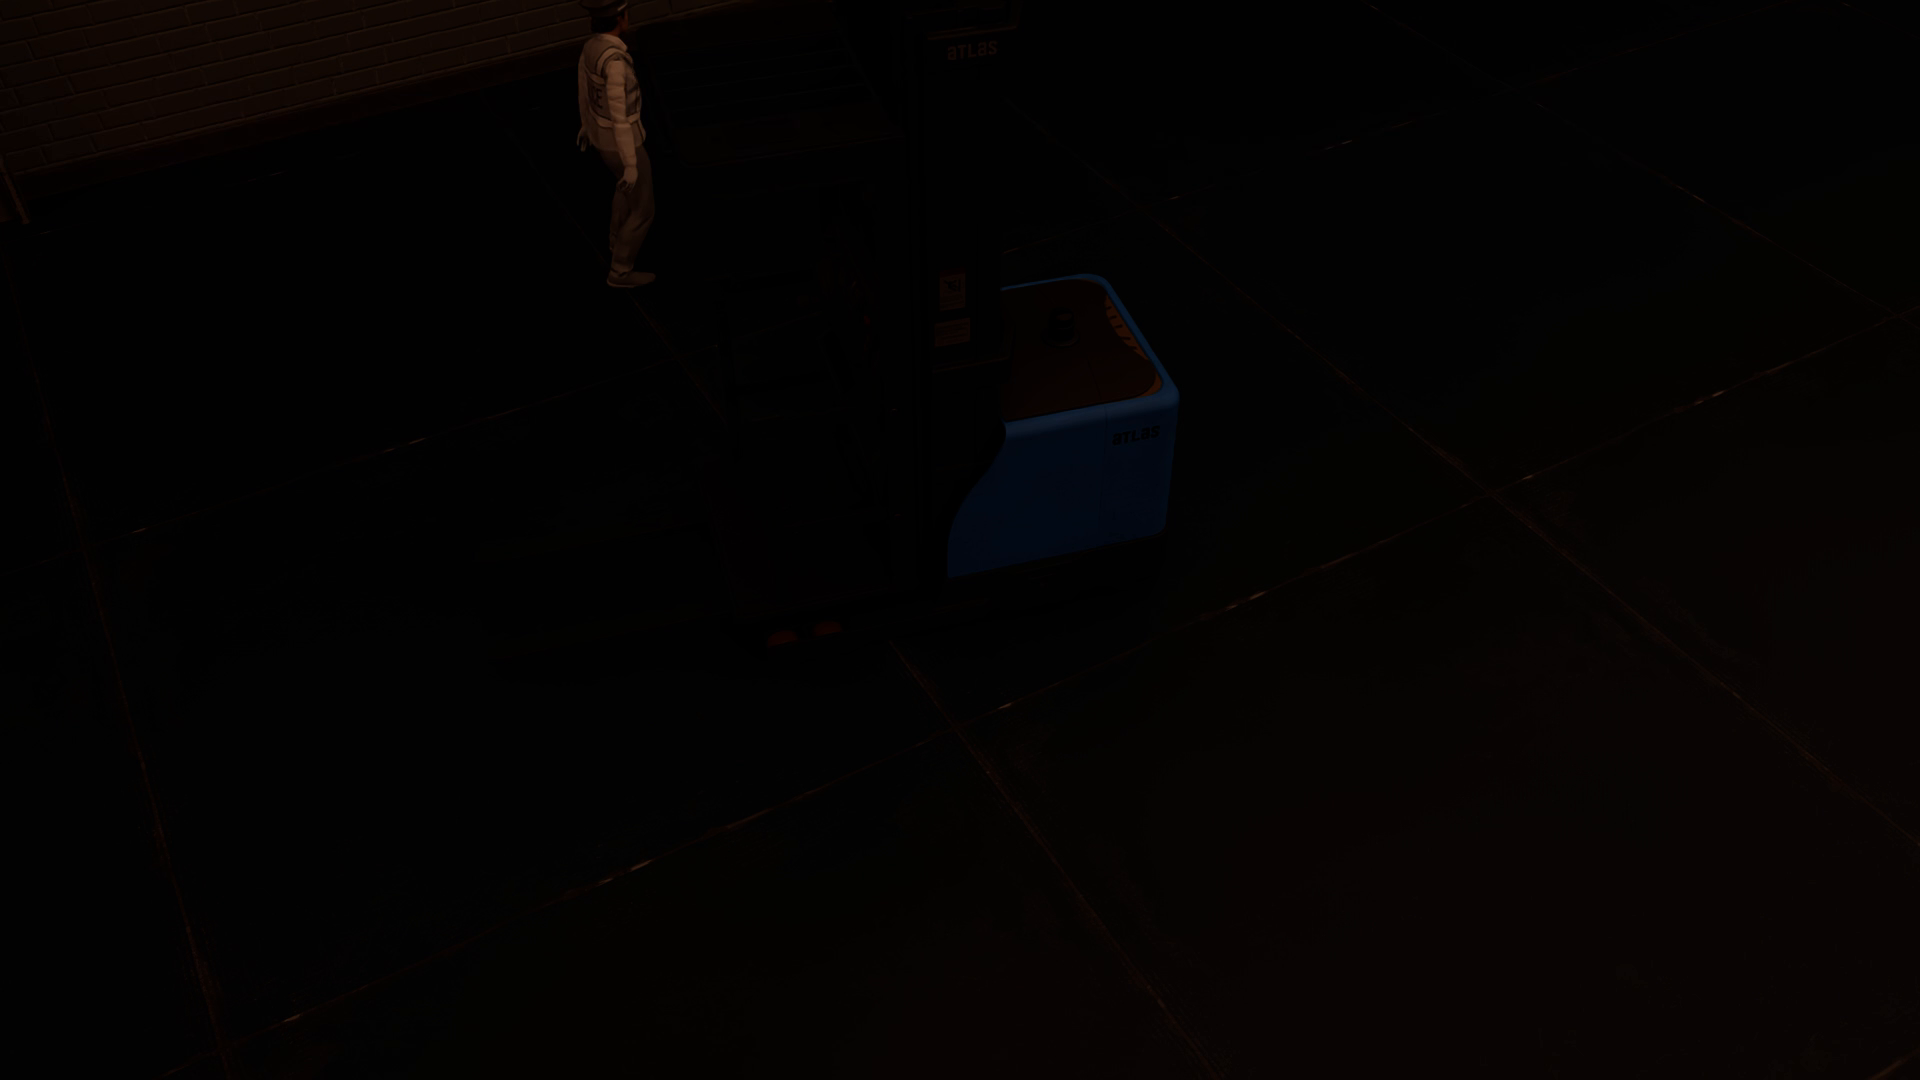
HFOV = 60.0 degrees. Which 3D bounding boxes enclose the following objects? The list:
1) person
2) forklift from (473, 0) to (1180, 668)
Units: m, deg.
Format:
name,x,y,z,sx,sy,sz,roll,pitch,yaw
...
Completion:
name,x,y,z,sx,sy,sz,roll,pitch,yaw
person,-1.861,-2.151,9.005,0.417,1.640,0.796,-19,46,-19
forklift,-0.637,-0.923,6.693,3.031,2.935,1.130,-12,44,-12
